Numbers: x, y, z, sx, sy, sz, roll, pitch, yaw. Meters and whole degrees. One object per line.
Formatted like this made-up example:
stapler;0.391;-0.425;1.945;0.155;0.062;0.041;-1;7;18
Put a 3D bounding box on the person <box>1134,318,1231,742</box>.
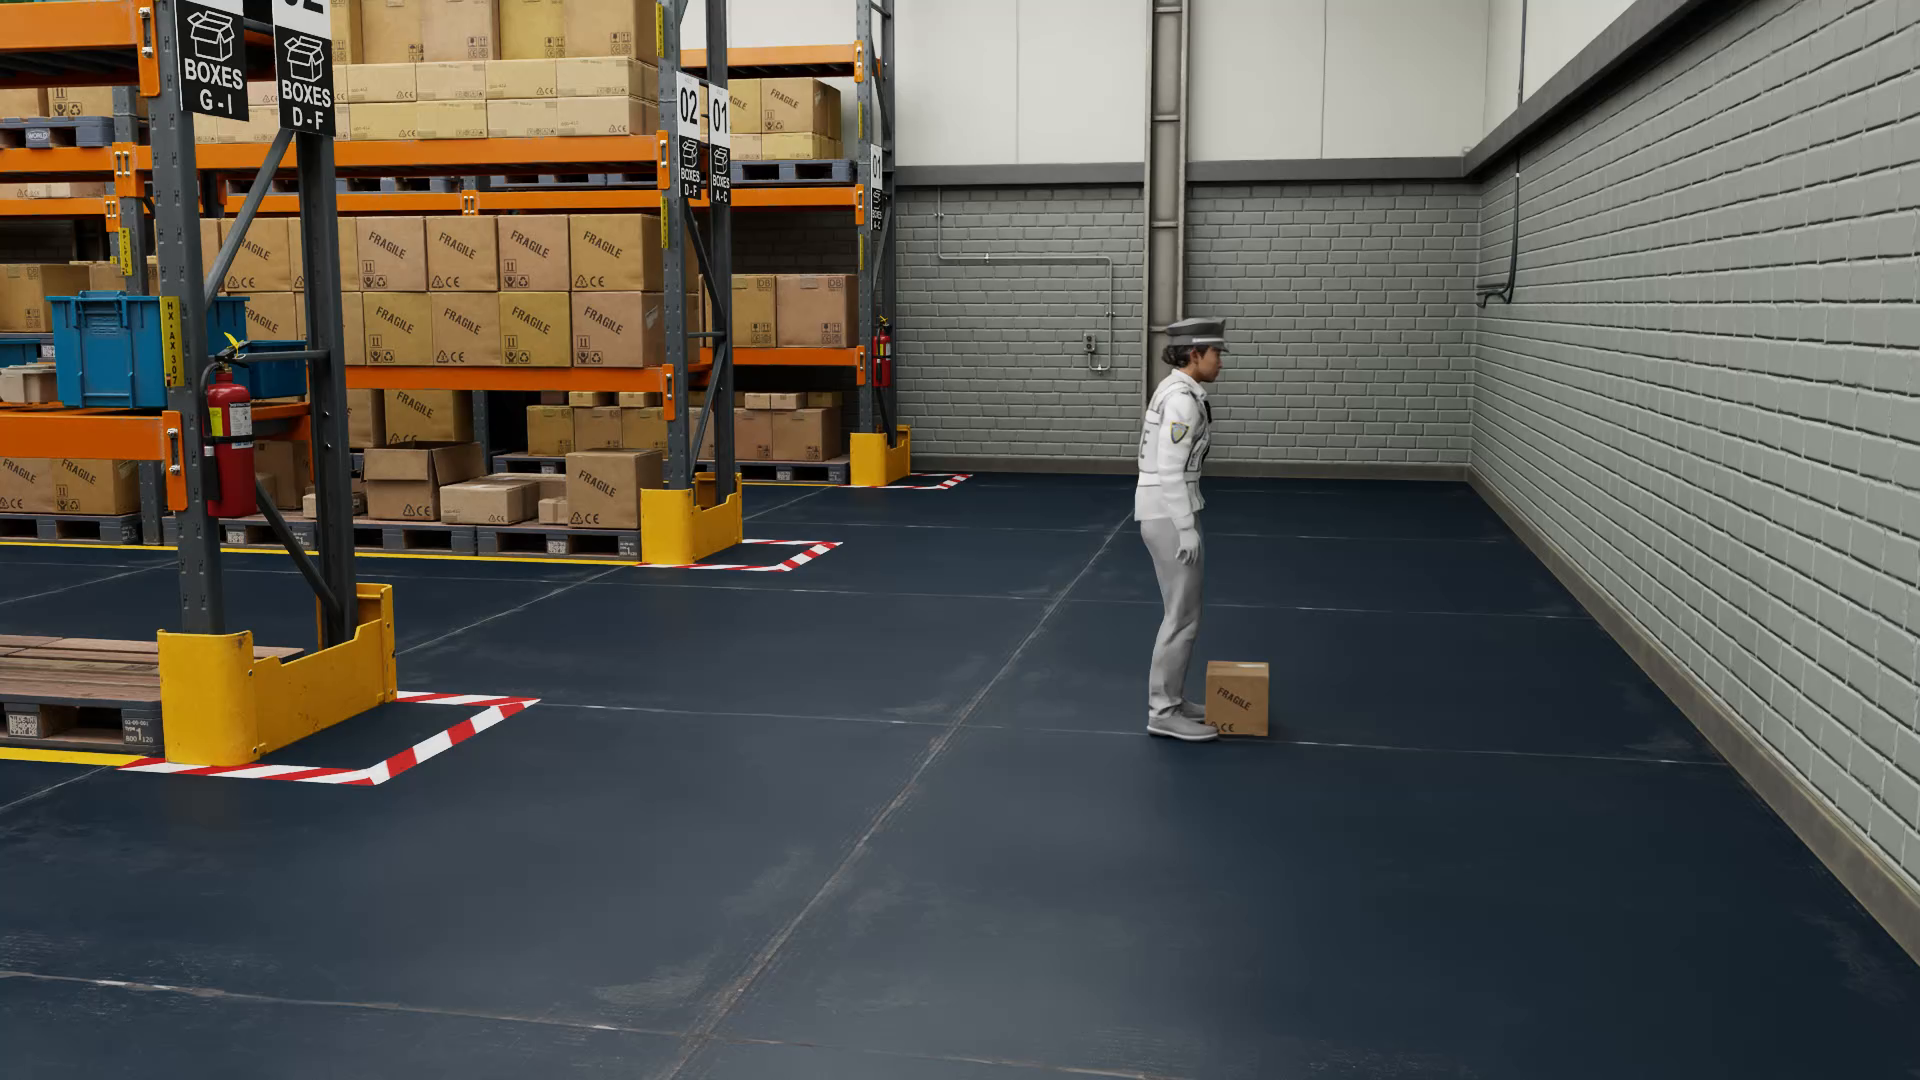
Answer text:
person;0.891;-0.059;6.725;0.375;1.662;0.528;1;8;9
